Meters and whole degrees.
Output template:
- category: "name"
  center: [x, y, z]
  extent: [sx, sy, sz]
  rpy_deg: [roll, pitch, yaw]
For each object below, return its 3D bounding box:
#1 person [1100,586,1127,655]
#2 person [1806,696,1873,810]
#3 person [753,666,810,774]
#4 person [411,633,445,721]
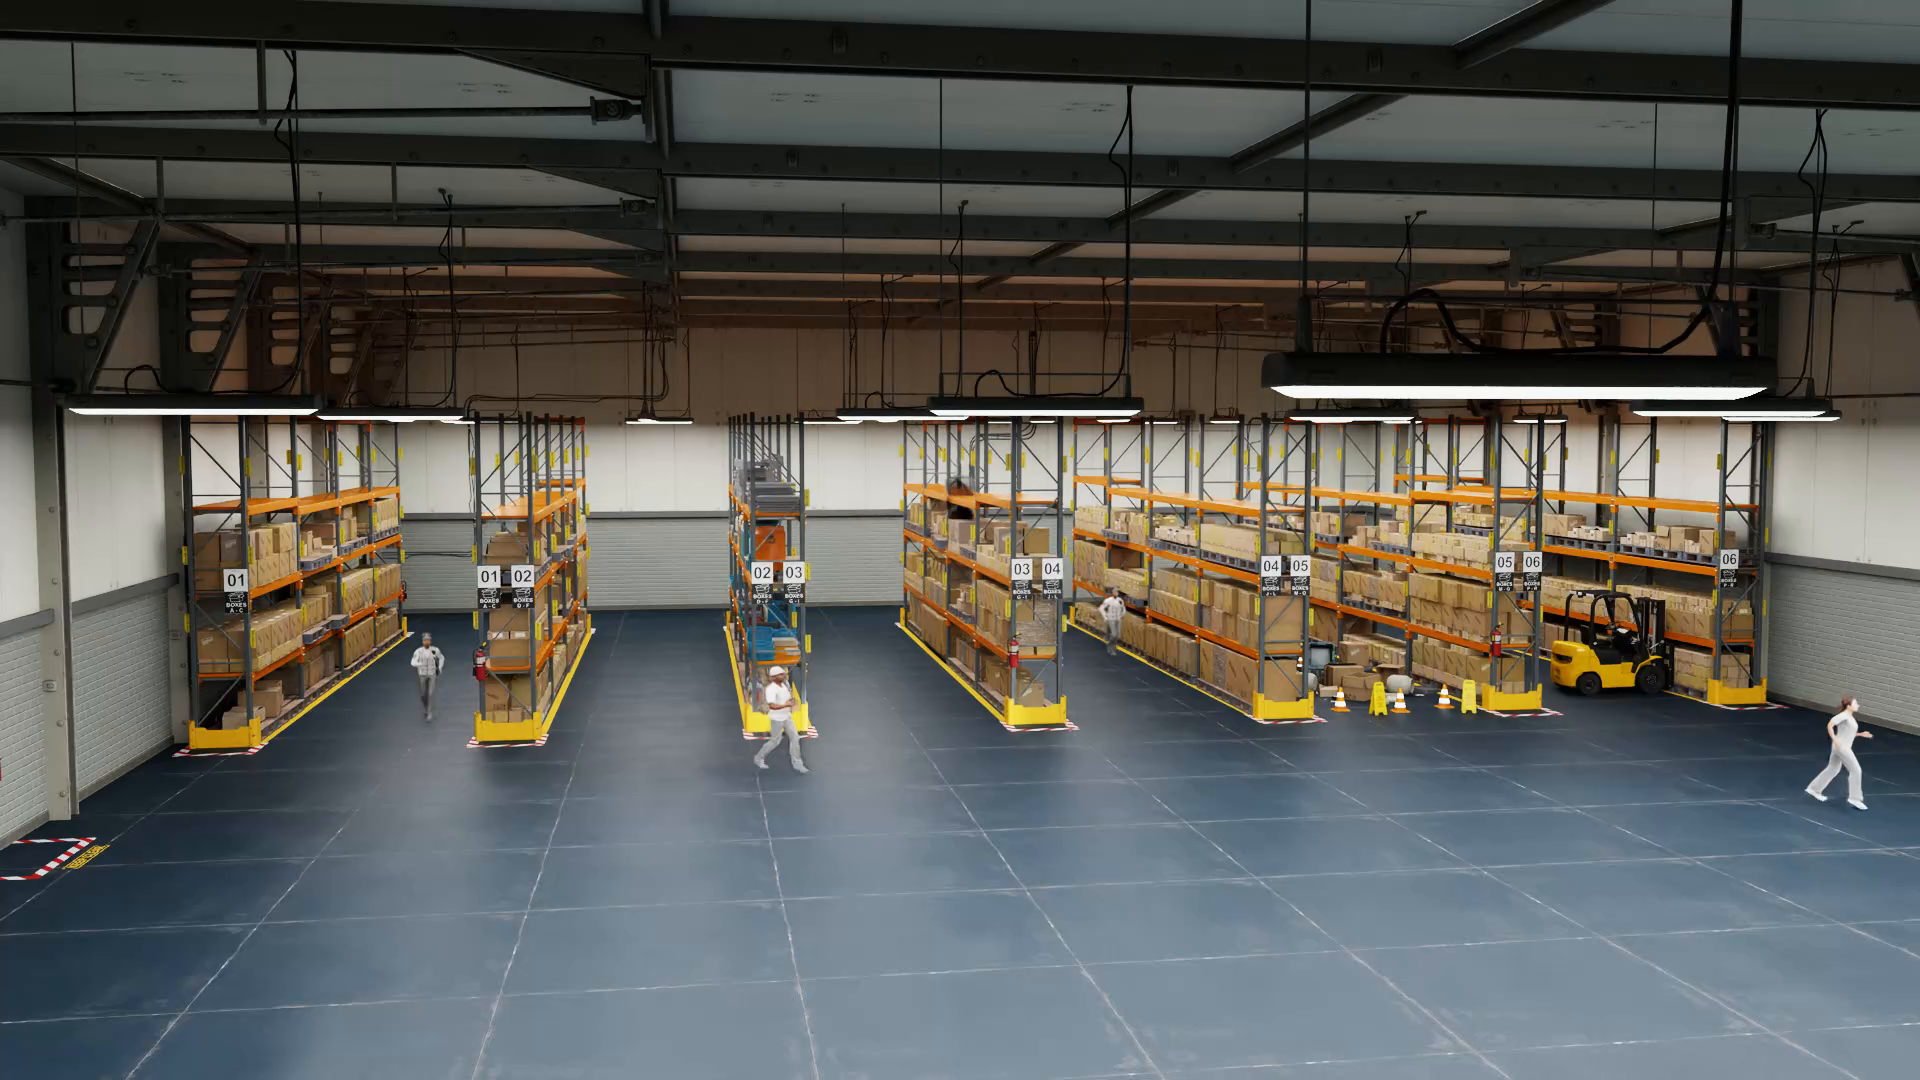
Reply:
- category: "person"
  center: [3.680, 1.918, 39.417]
  extent: [0.600, 1.667, 0.550]
  rpy_deg: [-1, 4, -17]
- category: "person"
  center: [13.278, 3.187, 25.106]
  extent: [0.872, 1.706, 0.494]
  rpy_deg: [2, 4, 29]
- category: "person"
  center: [-2.956, 2.972, 27.540]
  extent: [0.944, 1.779, 0.706]
  rpy_deg: [2, 4, 22]
- category: "person"
  center: [-10.420, 2.650, 32.568]
  extent: [0.615, 1.668, 0.928]
  rpy_deg: [-1, 4, -14]
